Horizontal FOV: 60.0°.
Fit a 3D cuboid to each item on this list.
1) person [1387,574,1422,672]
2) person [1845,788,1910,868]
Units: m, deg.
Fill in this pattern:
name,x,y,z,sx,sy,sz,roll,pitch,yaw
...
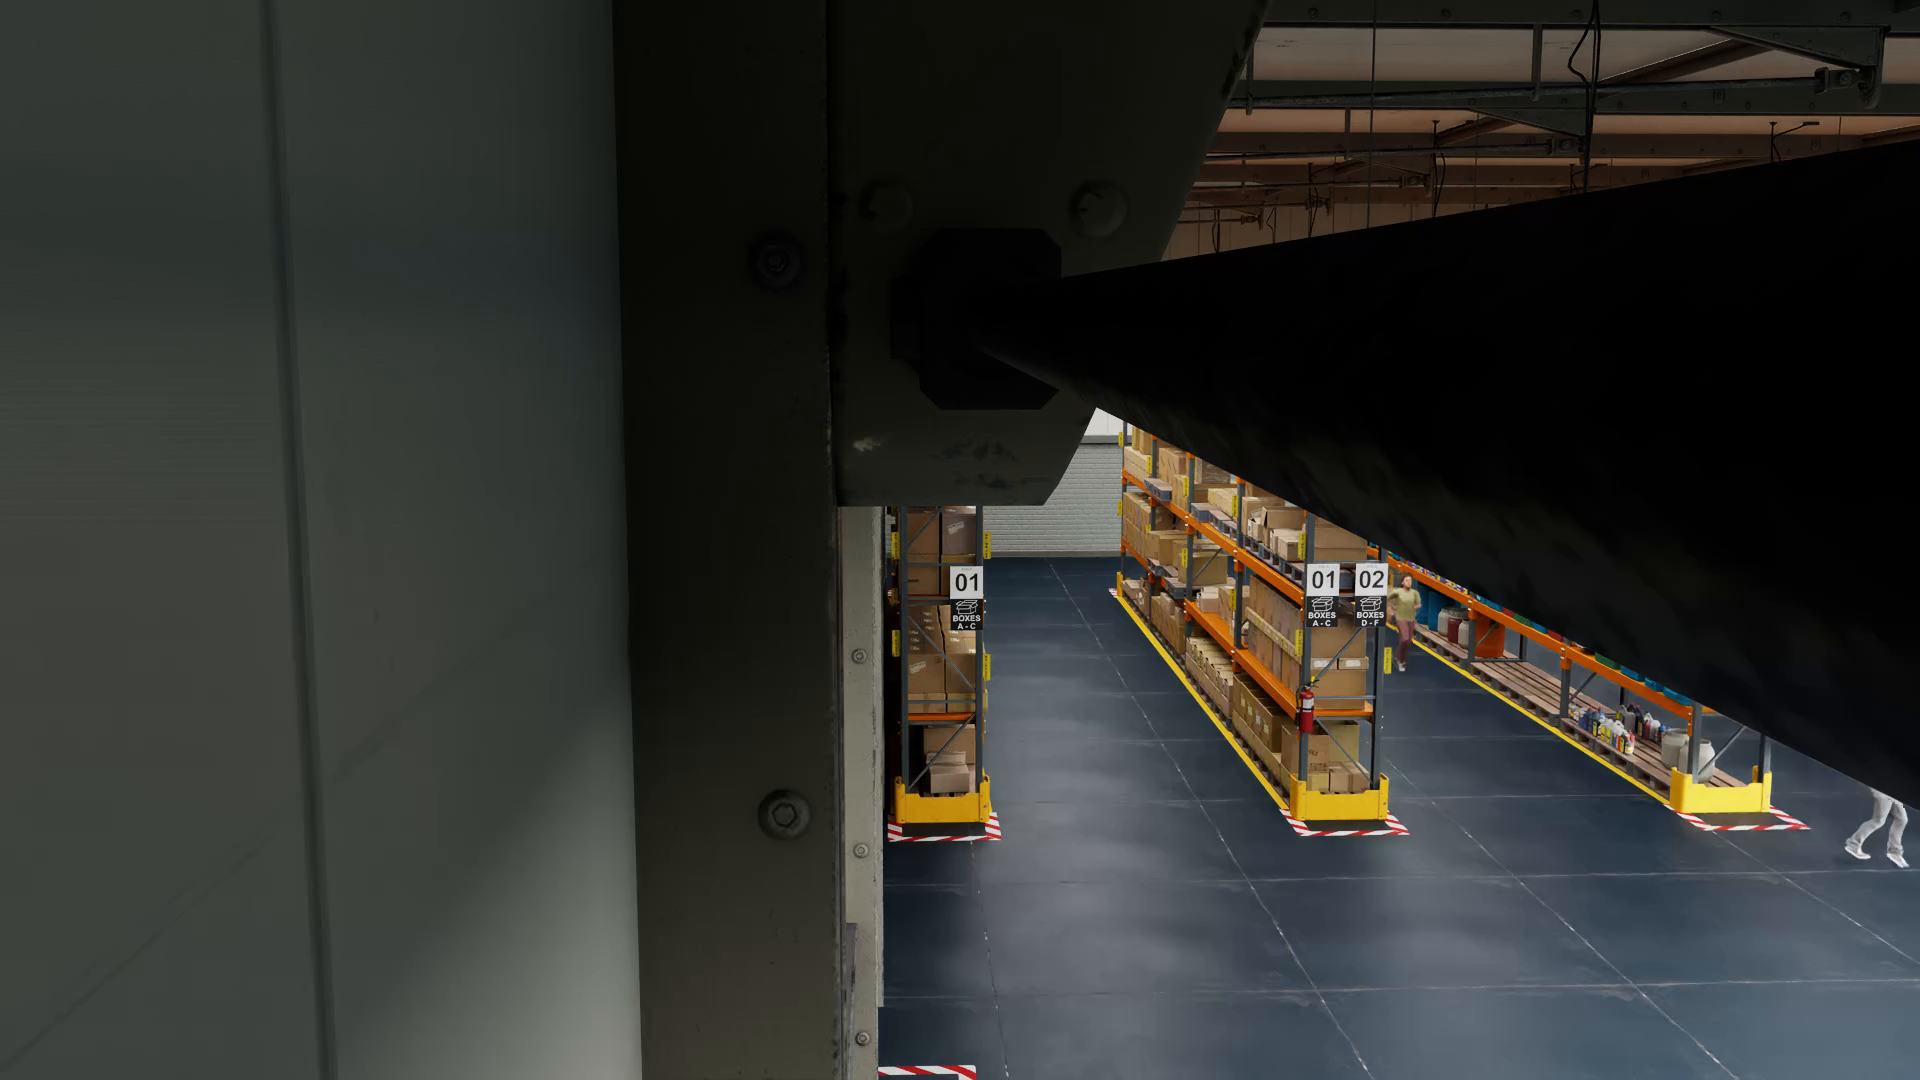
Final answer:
name,x,y,z,sx,sy,sz,roll,pitch,yaw
person,7.770,1.436,29.026,0.544,1.708,0.688,-1,8,-10
person,10.490,2.911,18.860,0.716,1.656,0.553,5,9,31
